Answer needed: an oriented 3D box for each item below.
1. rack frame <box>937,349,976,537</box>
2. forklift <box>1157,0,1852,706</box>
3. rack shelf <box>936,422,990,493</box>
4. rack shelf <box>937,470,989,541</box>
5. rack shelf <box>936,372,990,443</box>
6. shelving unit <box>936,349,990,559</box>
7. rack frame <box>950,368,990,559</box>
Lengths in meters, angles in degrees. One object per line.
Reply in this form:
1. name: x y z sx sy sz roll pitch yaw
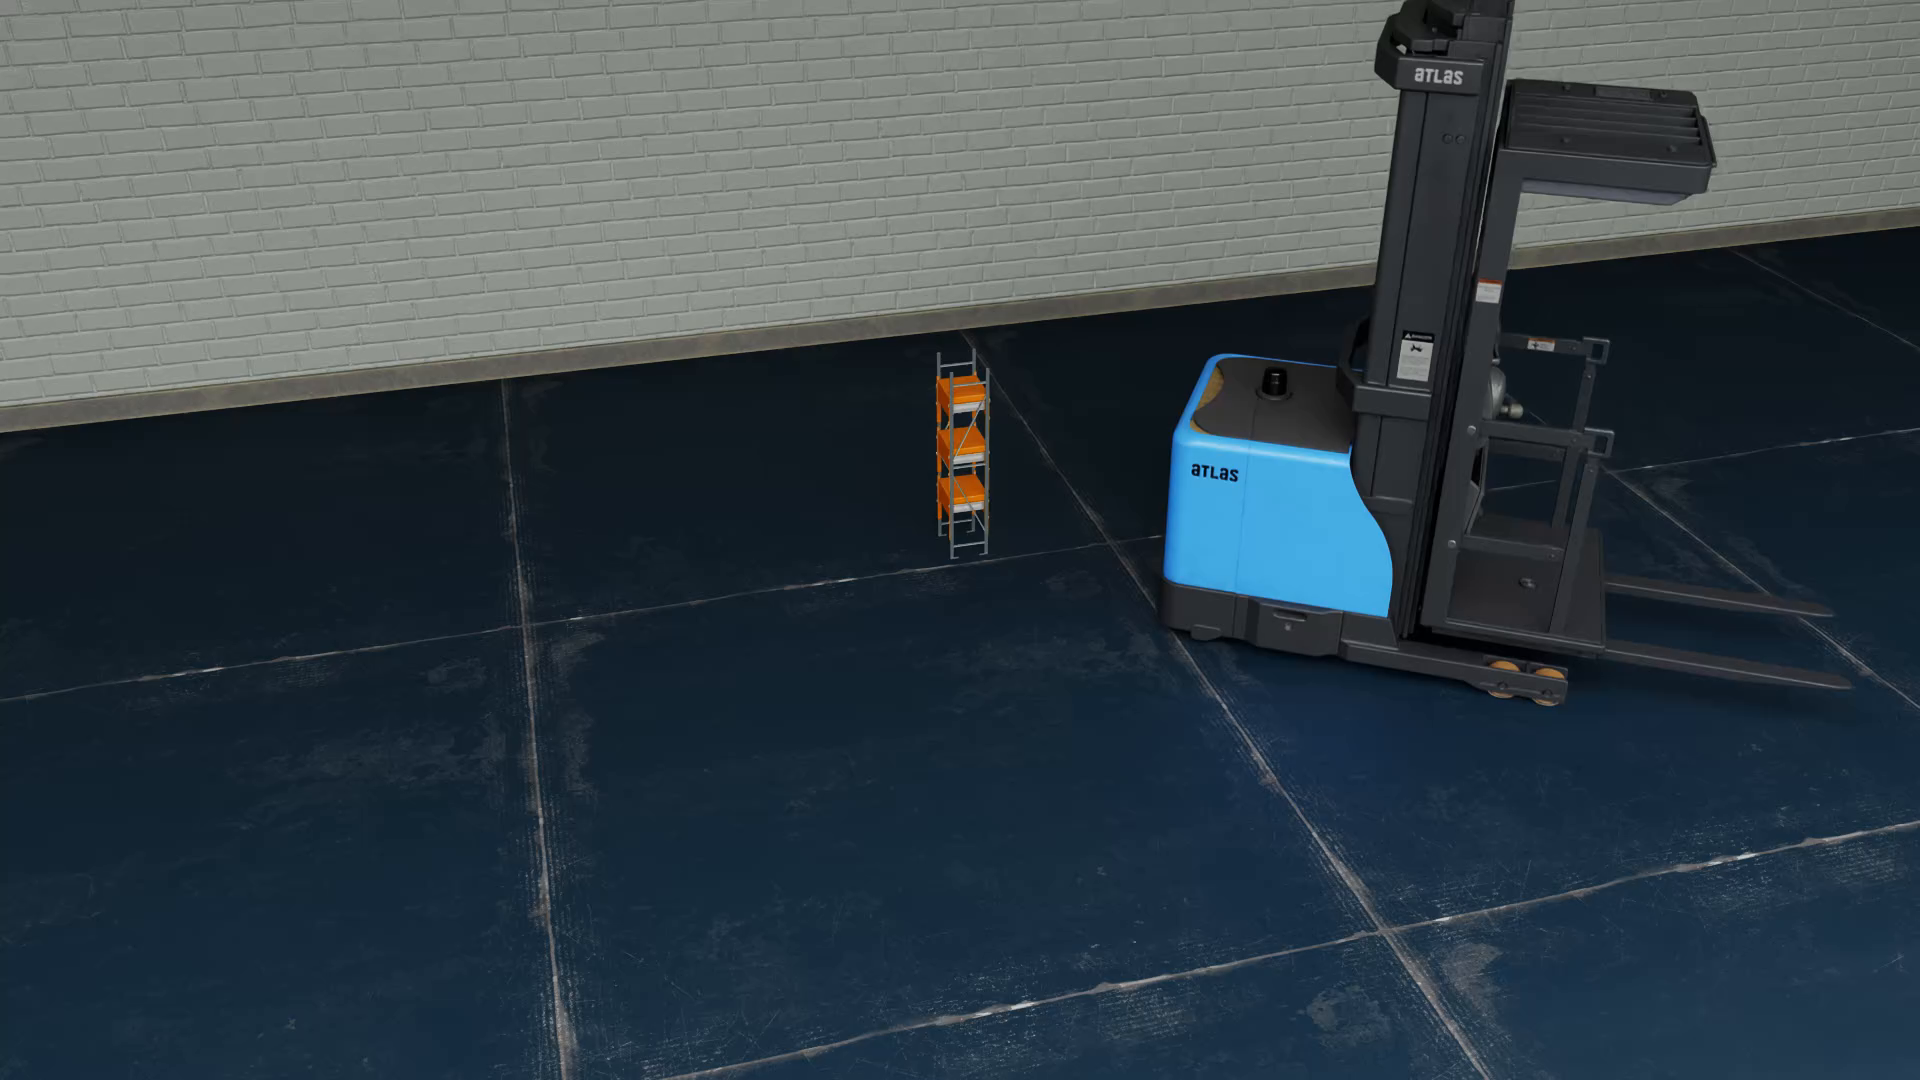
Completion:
1. rack frame: -0.018 -0.487 8.544 0.200 1.050 0.008 -8 31 -13
2. forklift: 2.520 -0.823 7.246 3.031 2.935 1.130 9 31 15
3. rack shelf: 0.014 -0.419 8.448 0.215 0.259 0.240 -8 31 -13
4. rack shelf: 0.014 -0.179 8.587 0.215 0.259 0.240 -8 31 -13
5. rack shelf: 0.014 -0.665 8.306 0.215 0.259 0.240 -8 31 -13
6. shelving unit: 0.014 -0.429 8.442 0.215 1.050 0.252 -8 31 -13
7. rack frame: 0.047 -0.370 8.341 0.200 1.050 0.008 -8 31 -13
